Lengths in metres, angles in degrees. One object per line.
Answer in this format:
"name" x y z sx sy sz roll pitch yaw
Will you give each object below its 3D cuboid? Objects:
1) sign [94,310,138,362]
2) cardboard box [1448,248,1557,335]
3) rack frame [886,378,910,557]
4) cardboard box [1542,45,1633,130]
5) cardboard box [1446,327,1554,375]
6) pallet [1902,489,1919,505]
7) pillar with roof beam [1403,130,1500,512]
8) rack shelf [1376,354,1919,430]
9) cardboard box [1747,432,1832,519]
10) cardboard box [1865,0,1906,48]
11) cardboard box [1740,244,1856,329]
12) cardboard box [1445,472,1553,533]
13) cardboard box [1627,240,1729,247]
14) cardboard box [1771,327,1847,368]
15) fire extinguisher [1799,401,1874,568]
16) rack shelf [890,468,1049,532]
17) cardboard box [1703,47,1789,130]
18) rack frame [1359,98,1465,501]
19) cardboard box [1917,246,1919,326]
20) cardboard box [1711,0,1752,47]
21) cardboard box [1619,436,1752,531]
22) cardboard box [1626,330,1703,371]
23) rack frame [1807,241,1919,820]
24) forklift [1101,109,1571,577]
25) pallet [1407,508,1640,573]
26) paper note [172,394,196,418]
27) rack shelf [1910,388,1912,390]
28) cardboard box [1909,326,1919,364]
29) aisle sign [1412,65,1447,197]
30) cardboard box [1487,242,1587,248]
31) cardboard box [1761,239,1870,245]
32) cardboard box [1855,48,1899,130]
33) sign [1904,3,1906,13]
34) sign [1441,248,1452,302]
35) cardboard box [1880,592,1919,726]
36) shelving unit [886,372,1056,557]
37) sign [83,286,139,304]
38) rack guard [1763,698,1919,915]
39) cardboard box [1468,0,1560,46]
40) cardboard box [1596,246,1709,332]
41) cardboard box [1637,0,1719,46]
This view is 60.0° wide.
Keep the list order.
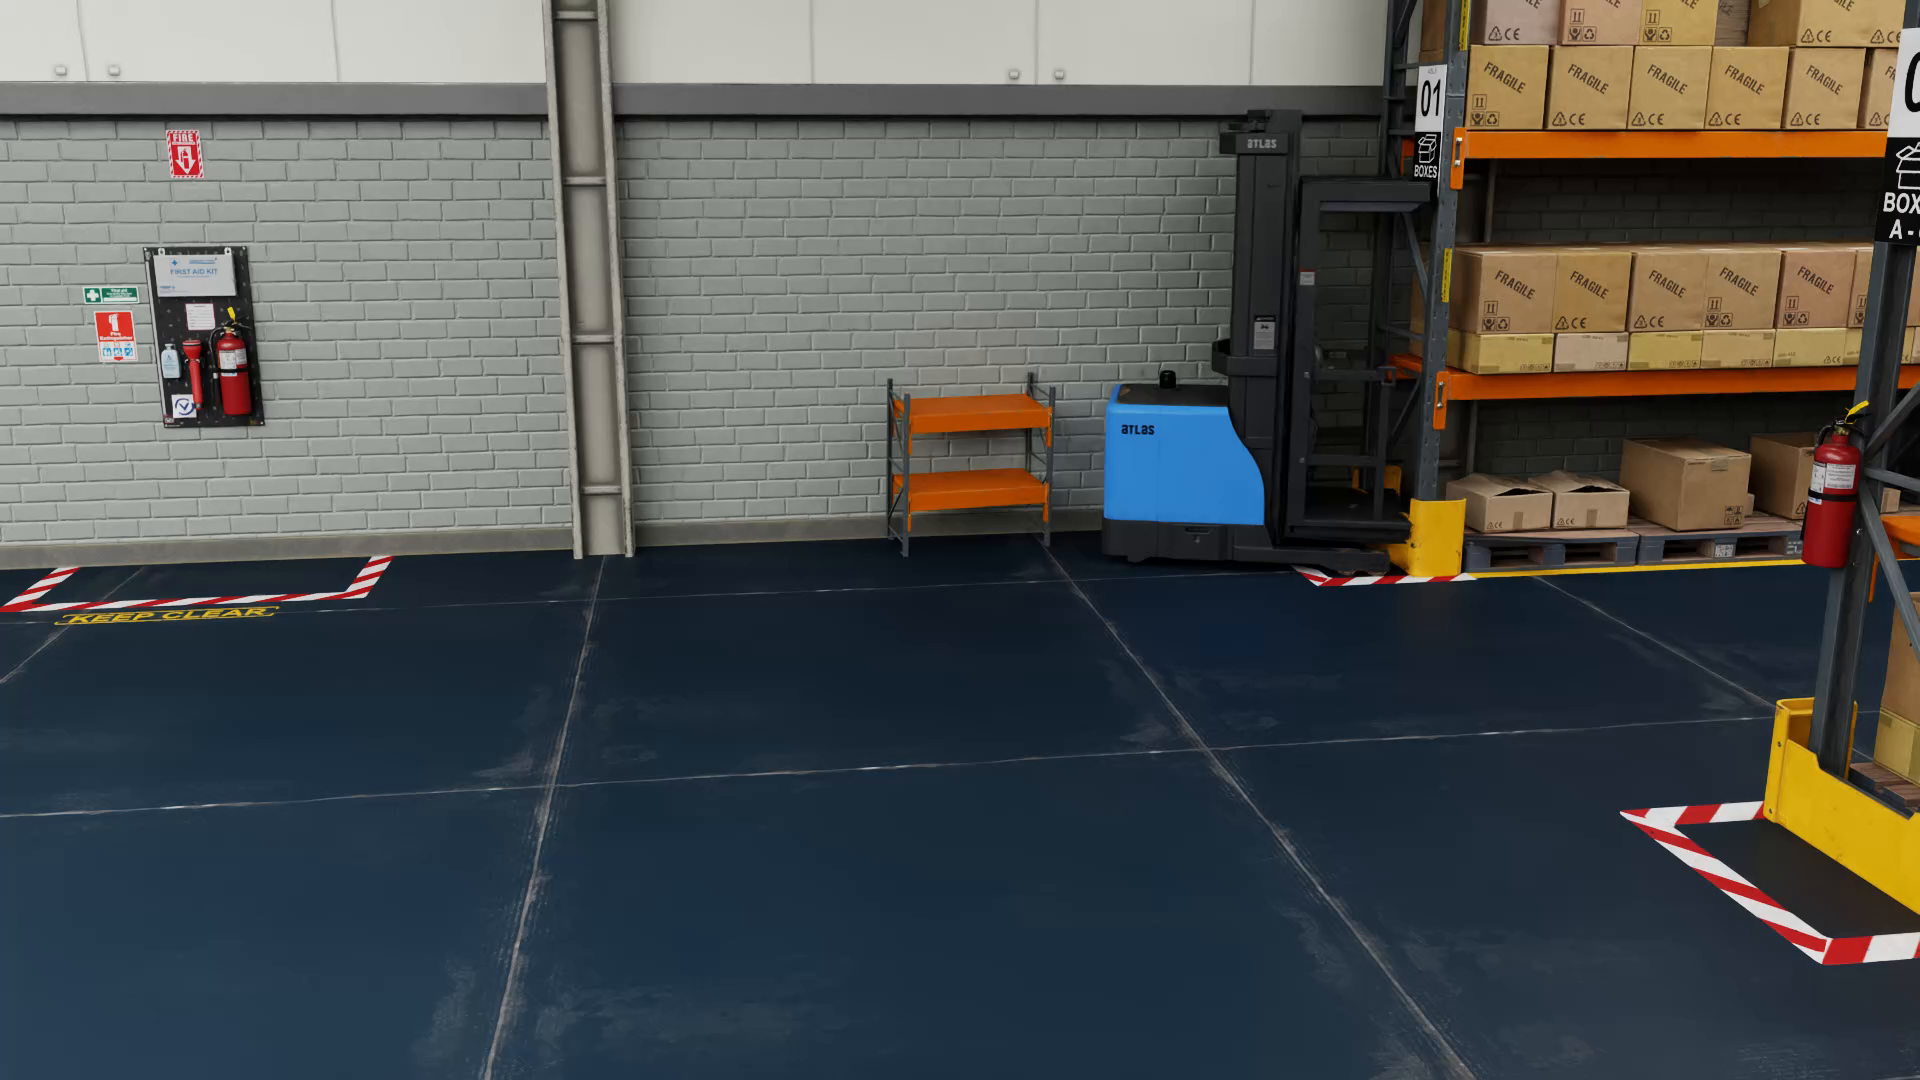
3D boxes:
"sign" -5.440 -1.313 10.717 0.234 0.329 0.001 -2 14 -8
"cardboard box" 3.458 -1.601 10.664 0.500 0.500 0.500 -2 14 -8
"rack frame" -0.424 -0.495 11.316 0.032 1.125 0.500 -4 19 -16
"cardboard box" 3.845 -2.831 10.431 0.500 0.500 0.500 -1 14 -5
"cardboard box" 3.471 -1.233 10.741 0.500 0.250 0.500 -3 14 -10
"pallet" 7.666 -0.176 11.990 1.213 0.211 1.003 -2 14 -8
"pillar with roof beam" 4.146 -3.463 7.031 0.400 9.000 9.100 -2 14 -8
"rack shelf" 4.919 -1.079 11.335 4.000 0.370 1.077 -2 14 -8
"cardboard box" 5.876 -0.454 11.599 0.500 0.500 0.500 -3 14 -13
"cardboard box" 5.898 -3.392 10.614 0.500 0.500 0.500 -1 14 -5
"cardboard box" 5.483 -1.674 10.956 0.500 0.500 0.500 -3 14 -10
"cardboard box" 3.639 -0.268 11.246 0.500 0.311 0.500 -4 15 -15
"cardboard box" 4.883 -1.778 11.370 0.500 0.500 0.500 -2 14 -8
"cardboard box" 5.484 -1.309 11.042 0.500 0.250 0.500 -2 14 -9
"fire extinguisher" 3.497 -0.234 6.646 0.183 0.674 0.296 -2 14 -8
"rack shelf" 0.057 -0.298 11.533 1.000 0.278 0.538 -4 19 -16
"cardboard box" 4.885 -2.875 10.608 0.500 0.500 0.500 -1 14 -5
"rack frame" 2.941 -1.355 10.959 0.127 3.000 1.000 -2 14 -8
"cardboard box" 6.475 -1.709 11.097 0.500 0.500 0.500 -2 14 -8
"cardboard box" 4.855 -3.483 10.976 0.500 0.500 0.500 -2 14 -8
"cardboard box" 4.935 -0.395 11.363 0.500 0.500 0.700 -3 14 -12
"cardboard box" 4.487 -1.273 10.897 0.500 0.250 0.500 -2 14 -9
"rack frame" 3.683 -0.164 6.208 0.127 3.000 1.000 -2 14 -8
"forklift" 2.502 -1.324 10.974 3.031 2.935 1.130 2 14 8
"pallet" 3.825 -0.026 11.393 1.213 0.211 1.003 -2 14 -8
"paper note" -5.063 -0.874 10.850 0.142 0.148 0.016 -2 14 -8
"rack shelf" 8.874 -1.224 11.913 4.000 0.370 1.077 -2 14 -8
"cardboard box" 6.473 -1.347 11.193 0.500 0.250 0.500 -2 14 -8
"aisle sign" 2.914 -2.541 10.344 0.004 0.787 0.394 -2 14 -8
"cardboard box" 3.875 -1.740 11.219 0.500 0.500 0.500 -2 14 -8
"cardboard box" 5.888 -1.816 11.523 0.500 0.500 0.500 -2 14 -9
"cardboard box" 5.932 -2.920 10.786 0.500 0.500 0.500 -3 14 -13
"sign" 3.616 -2.141 6.268 0.005 0.325 0.100 -2 14 -8
"sign" 3.022 -1.644 10.333 0.005 0.325 0.100 -2 14 -8
"cardboard box" 4.169 0.512 6.763 0.500 0.500 0.500 -2 14 -8
"shelving unit" 0.062 -0.530 11.458 1.048 1.125 0.538 -4 19 -16
"sign" -5.434 -1.568 10.644 0.331 0.109 0.001 -2 14 -8
"rack guard" 3.659 1.050 6.509 0.348 0.500 1.175 -2 14 -8
"cardboard box" 3.358 -3.309 10.281 0.500 0.500 0.500 -3 14 -12
"cardboard box" 4.460 -1.634 10.795 0.500 0.500 0.500 -3 14 -10
"cardboard box" 4.367 -3.336 10.389 0.500 0.500 0.500 -2 14 -7
